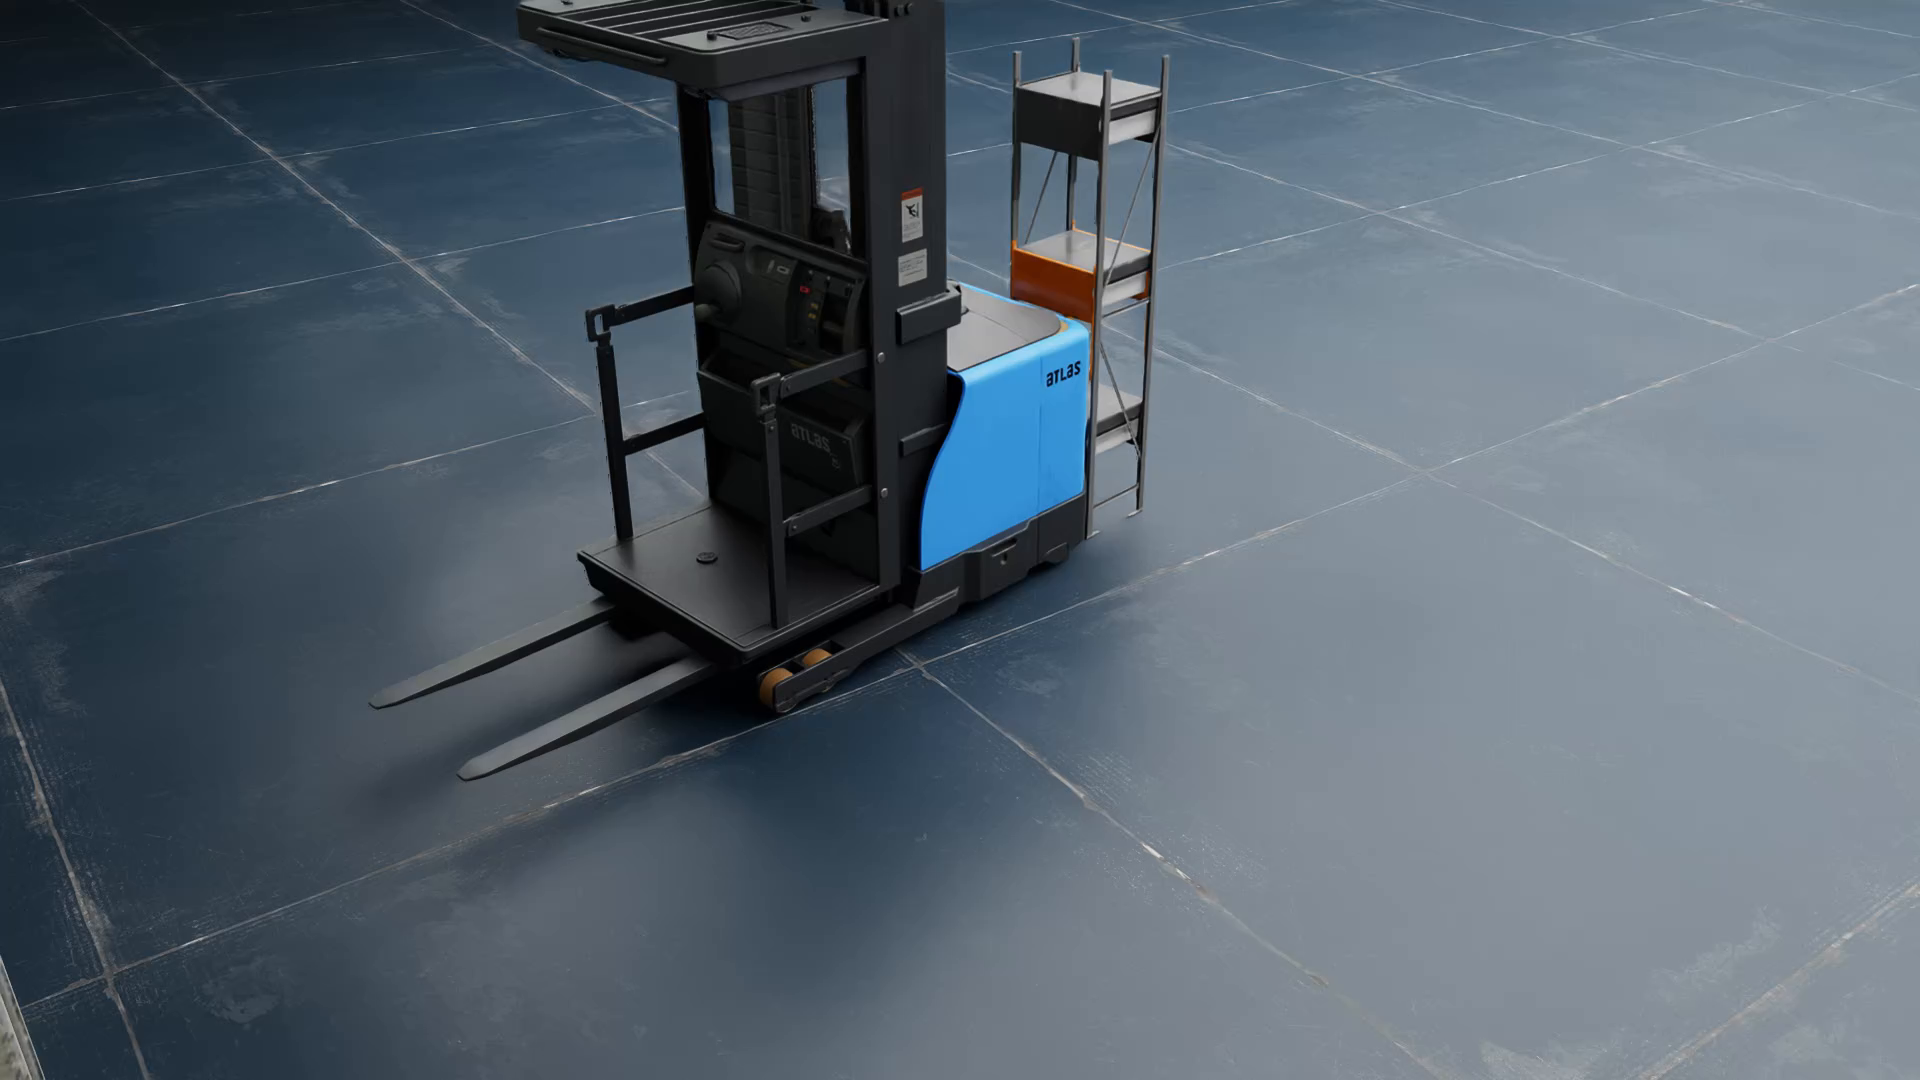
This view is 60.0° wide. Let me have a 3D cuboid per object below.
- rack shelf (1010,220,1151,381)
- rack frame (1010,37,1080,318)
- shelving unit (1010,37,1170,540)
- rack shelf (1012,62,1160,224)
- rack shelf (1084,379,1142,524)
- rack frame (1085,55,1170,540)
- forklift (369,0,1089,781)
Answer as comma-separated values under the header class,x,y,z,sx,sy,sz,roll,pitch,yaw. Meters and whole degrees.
class,x,y,z,sx,sy,sz,roll,pitch,yaw
rack shelf,0.539,-1.063,7.336,0.480,0.518,0.431,25,37,38
rack frame,0.366,-1.157,7.481,0.015,2.100,0.400,25,37,38
shelving unit,0.539,-1.075,7.330,0.503,2.100,0.431,25,37,38
rack shelf,0.539,-1.678,7.002,0.480,0.518,0.431,25,37,38
rack shelf,0.539,-0.447,7.670,0.480,0.518,0.431,25,37,38
rack frame,0.712,-0.993,7.179,0.015,2.100,0.400,25,37,38
forklift,-0.837,-0.907,6.151,1.130,2.935,3.031,25,37,38
